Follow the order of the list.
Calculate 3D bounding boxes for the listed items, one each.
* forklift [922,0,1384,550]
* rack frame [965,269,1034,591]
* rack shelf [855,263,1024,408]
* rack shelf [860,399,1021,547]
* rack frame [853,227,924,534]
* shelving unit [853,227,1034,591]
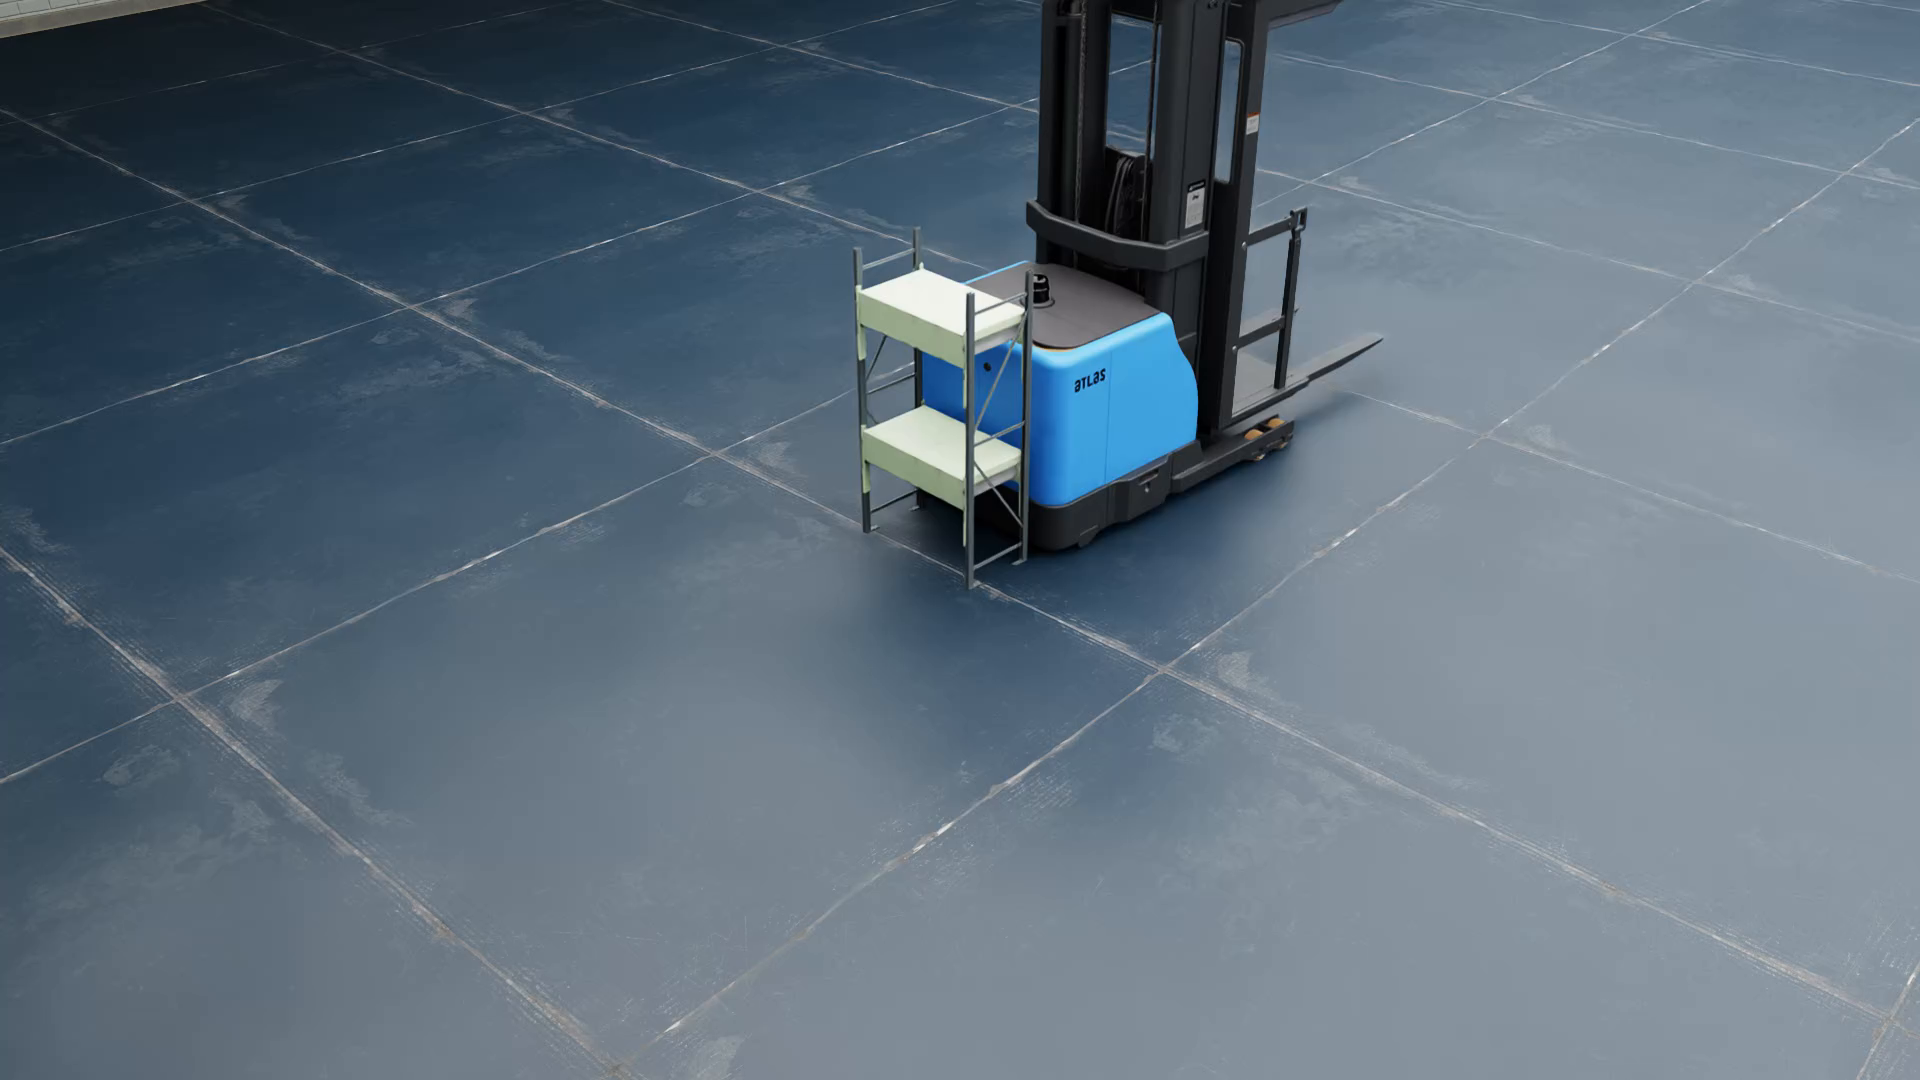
[{"bbox_3d":[1.180,-1.855,8.489,3.031,2.935,1.130,-26,40,-36],"label":"forklift"},{"bbox_3d":[0.175,-0.476,7.587,0.400,1.500,0.023,-27,40,-37],"label":"rack frame"},{"bbox_3d":[-0.080,-0.946,7.611,0.431,0.370,0.720,-27,40,-37],"label":"rack shelf"},{"bbox_3d":[-0.080,-0.333,7.980,0.431,0.370,0.720,-27,40,-37],"label":"rack shelf"},{"bbox_3d":[-0.335,-0.747,8.037,0.400,1.500,0.023,-27,40,-37],"label":"rack frame"},{"bbox_3d":[-0.080,-0.612,7.812,0.431,1.500,0.755,-27,40,-37],"label":"shelving unit"}]
